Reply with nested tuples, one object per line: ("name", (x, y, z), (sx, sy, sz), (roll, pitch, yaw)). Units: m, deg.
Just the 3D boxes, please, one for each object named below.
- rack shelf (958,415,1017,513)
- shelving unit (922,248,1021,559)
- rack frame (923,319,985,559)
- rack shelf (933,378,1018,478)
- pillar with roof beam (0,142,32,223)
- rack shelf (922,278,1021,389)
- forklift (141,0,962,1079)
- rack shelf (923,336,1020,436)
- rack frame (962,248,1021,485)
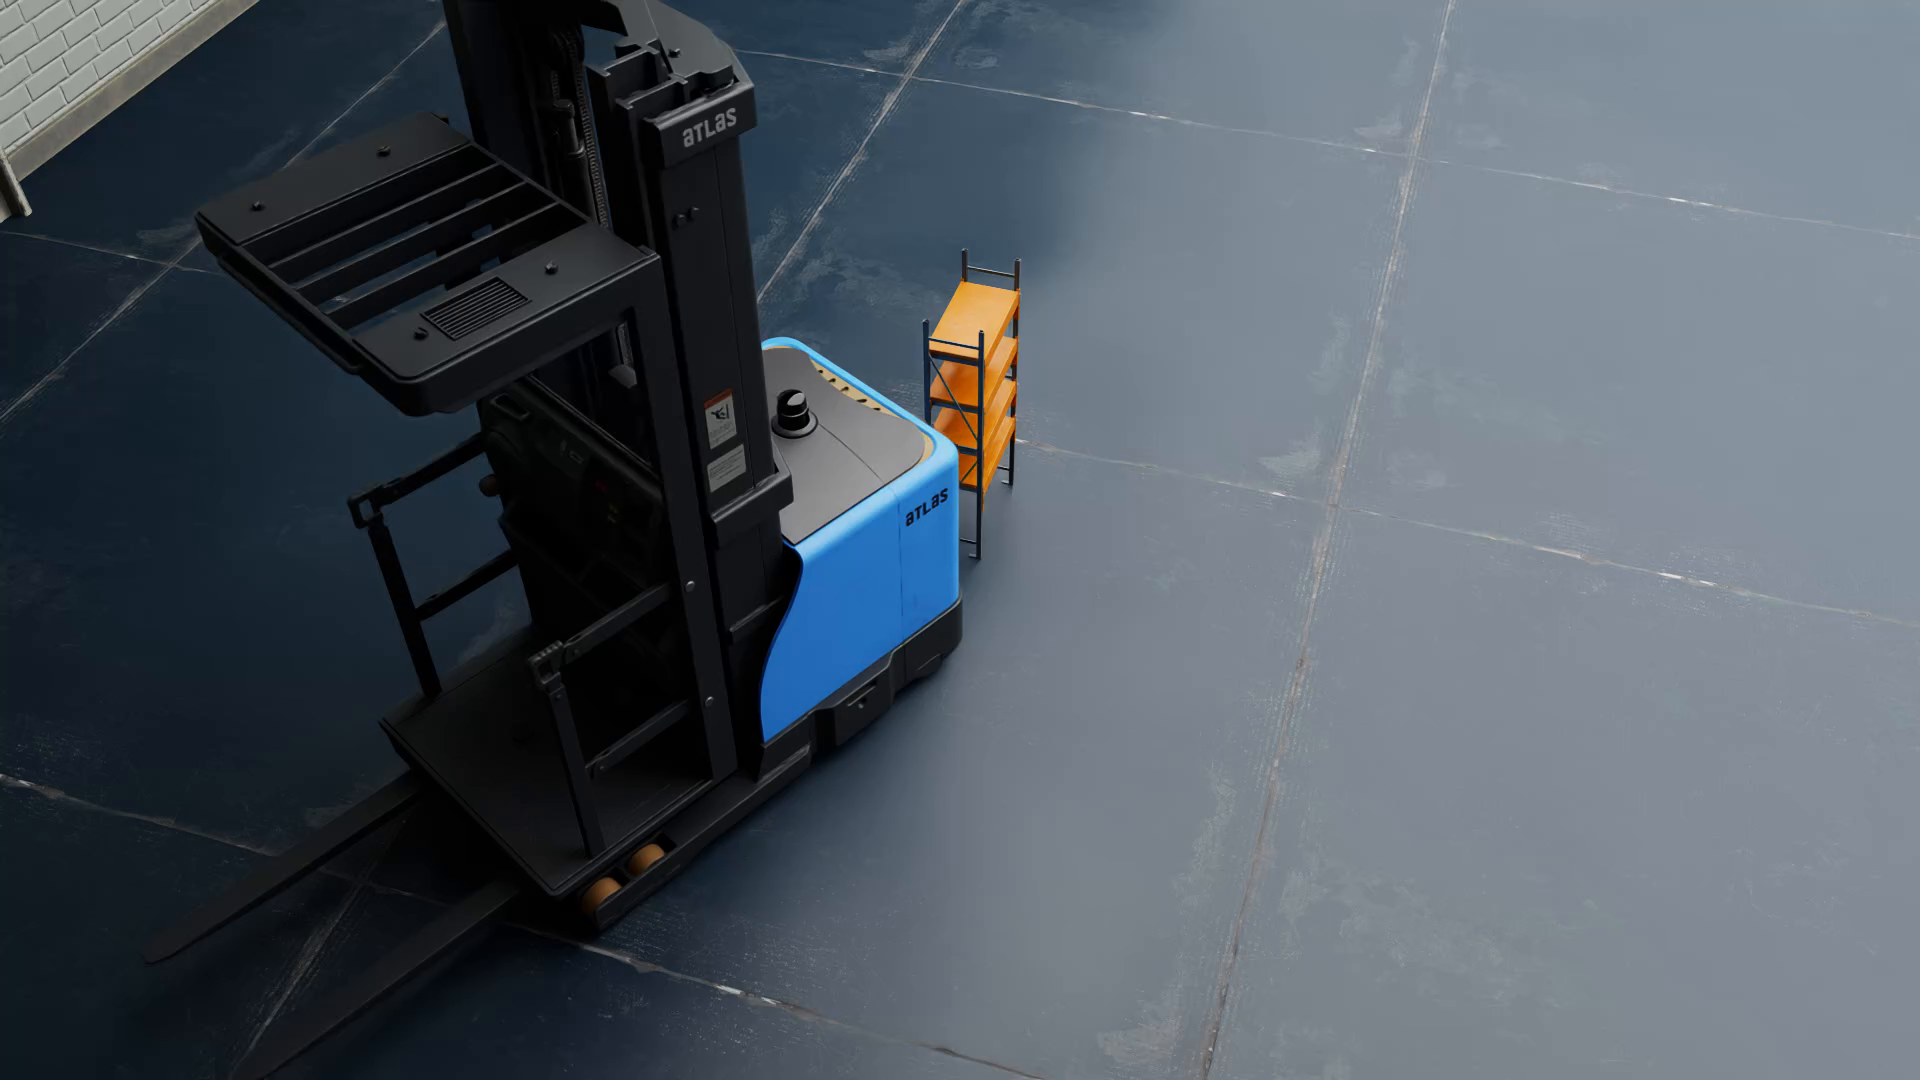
("rack shelf", (0.050, -0.349, 7.028), (0.258, 0.148, 0.480), (13, 46, 12))
("shelving unit", (0.050, -0.539, 6.842), (0.258, 1.200, 0.503), (13, 46, 12))
("rack frame", (-0.024, -0.377, 6.676), (0.240, 1.200, 0.015), (13, 46, 12))
("rack shelf", (0.050, -0.491, 6.889), (0.258, 0.148, 0.480), (13, 46, 12))
("pillar with roof beam", (-1.097, -3.976, 4.778), (9.100, 9.000, 0.400), (13, 46, 13))
("rack shelf", (0.050, -0.820, 6.567), (0.258, 0.148, 0.480), (13, 46, 12))
("forklift", (-1.384, -0.123, 5.179), (1.130, 2.935, 3.031), (35, 54, 30))
("rack shelf", (0.050, -0.651, 6.733), (0.258, 0.148, 0.480), (13, 46, 12))
("rack frame", (0.124, -0.702, 7.008), (0.240, 1.200, 0.015), (13, 46, 12))
